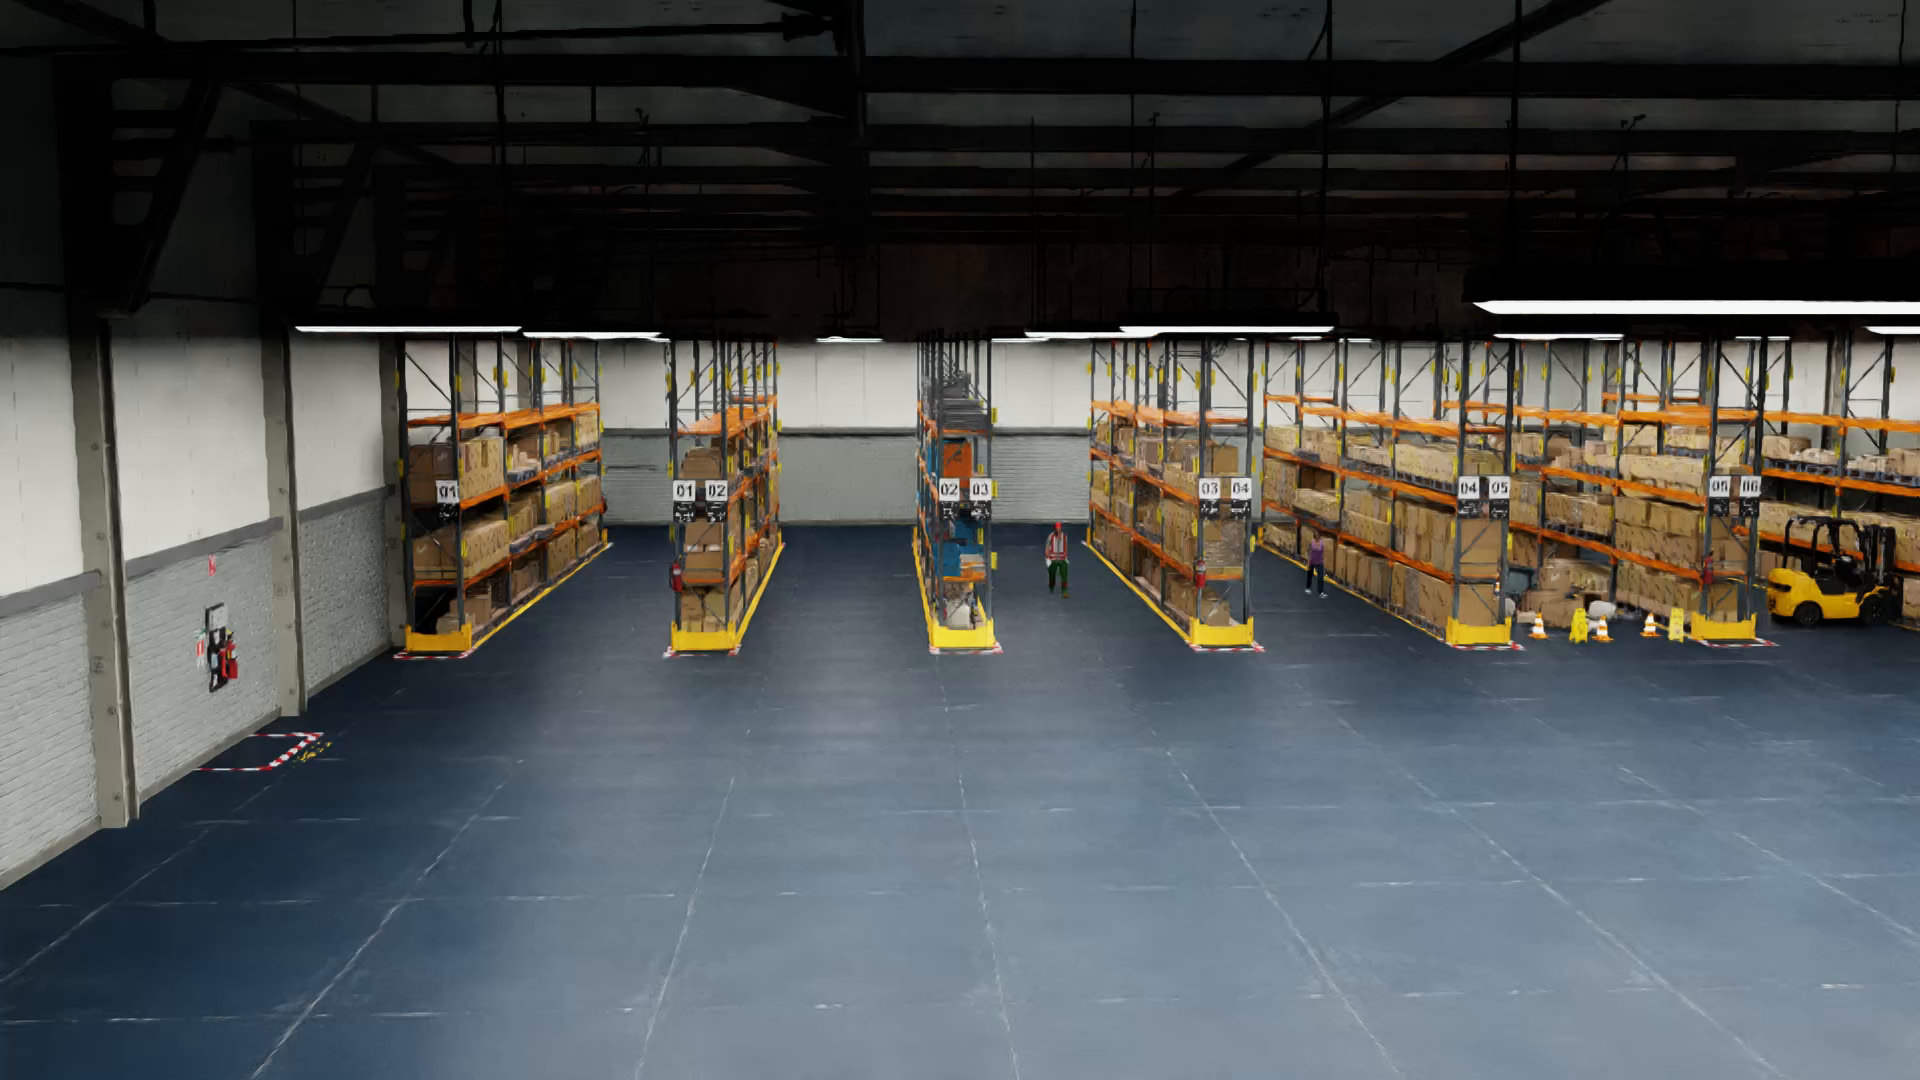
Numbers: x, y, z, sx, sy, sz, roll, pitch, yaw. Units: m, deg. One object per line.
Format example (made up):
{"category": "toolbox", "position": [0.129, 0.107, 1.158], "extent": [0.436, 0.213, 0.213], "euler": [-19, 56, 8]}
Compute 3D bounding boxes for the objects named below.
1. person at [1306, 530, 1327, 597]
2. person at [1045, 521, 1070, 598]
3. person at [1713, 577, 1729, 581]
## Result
{"category": "person", "position": [8.061, 0.511, 37.759], "extent": [0.417, 1.517, 1.037], "euler": [0, 7, 0]}
{"category": "person", "position": [2.208, 0.423, 37.627], "extent": [0.557, 1.704, 1.114], "euler": [-1, 7, -4]}
{"category": "person", "position": [16.333, 0.610, 35.841], "extent": [0.463, 1.764, 0.649], "euler": [-4, 8, -30]}
